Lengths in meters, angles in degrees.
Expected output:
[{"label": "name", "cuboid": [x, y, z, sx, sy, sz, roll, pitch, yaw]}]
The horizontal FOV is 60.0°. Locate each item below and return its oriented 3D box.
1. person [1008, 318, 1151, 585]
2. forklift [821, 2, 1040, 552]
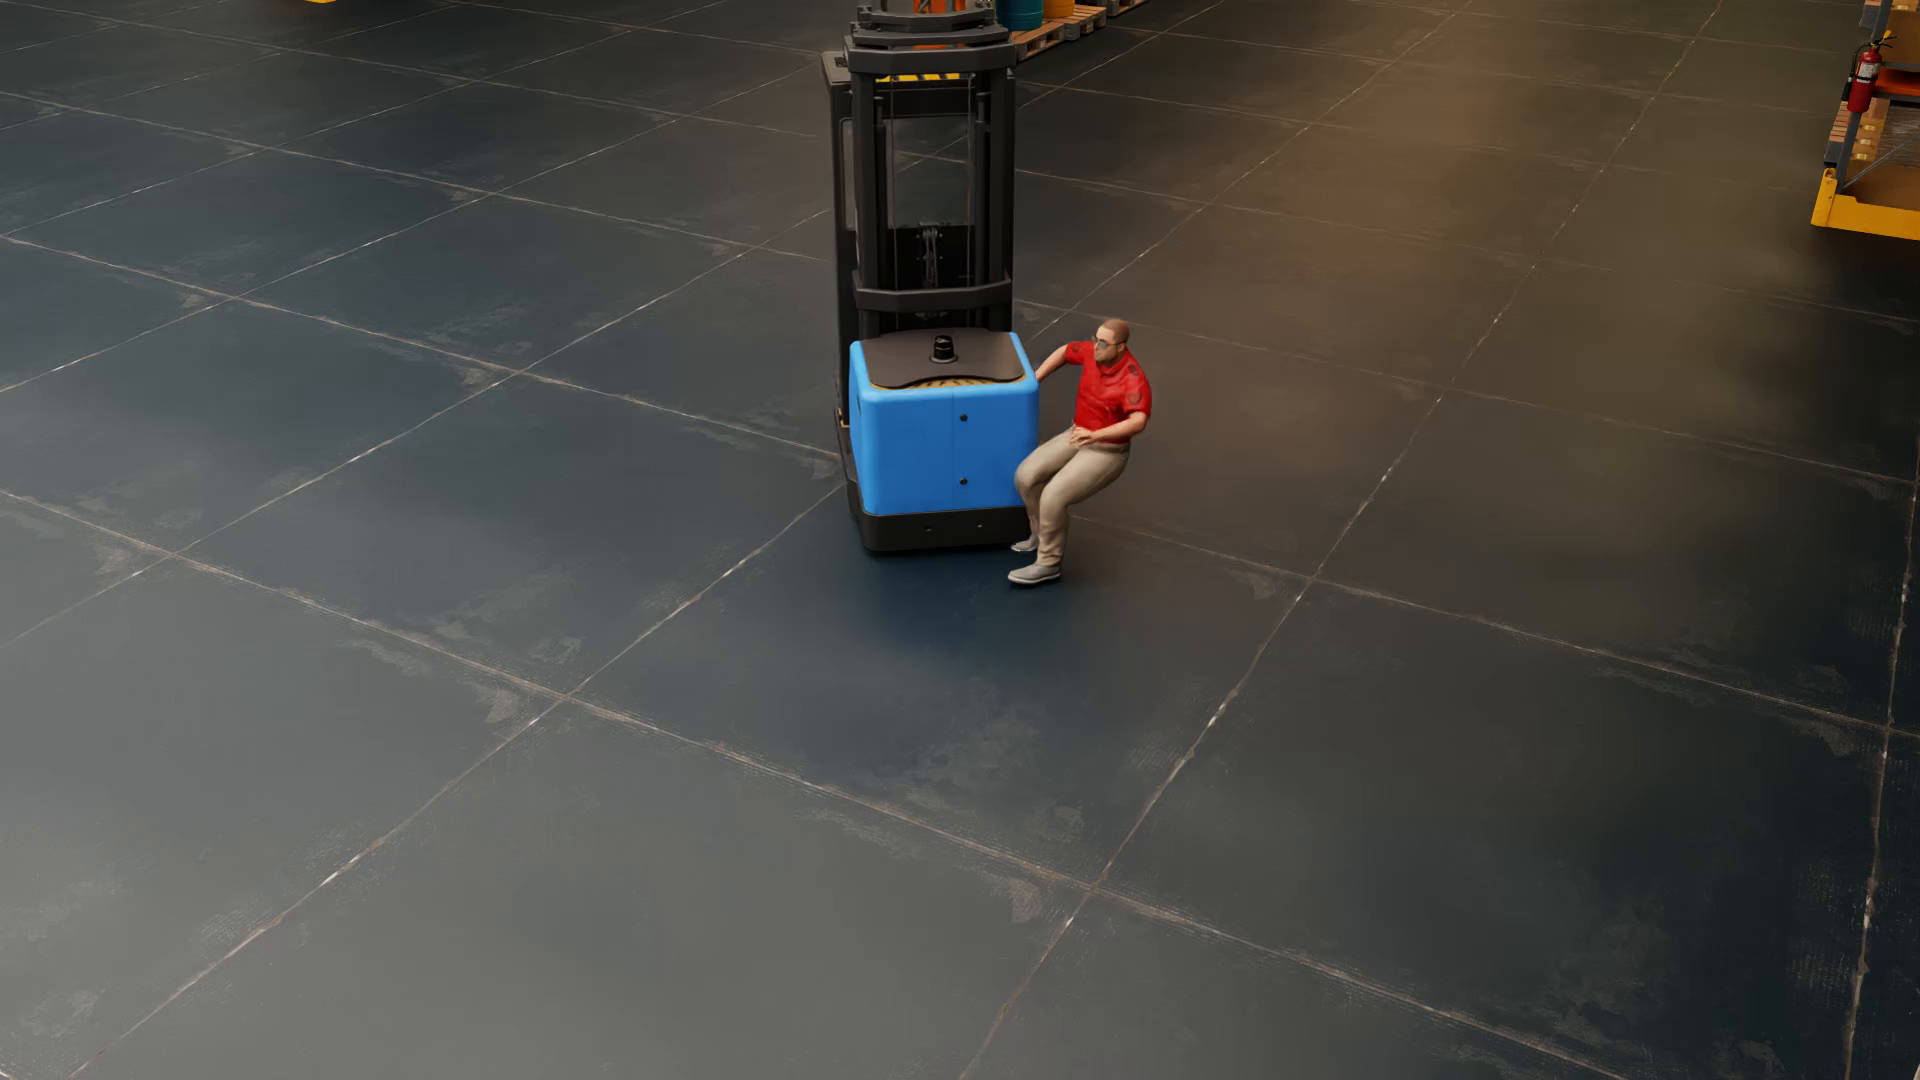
[{"label": "person", "cuboid": [0.600, -0.516, 9.411, 0.846, 1.491, 0.968, -22, 37, -33]}, {"label": "forklift", "cuboid": [-0.253, -1.917, 10.393, 1.130, 2.935, 3.031, -4, 30, -7]}]
